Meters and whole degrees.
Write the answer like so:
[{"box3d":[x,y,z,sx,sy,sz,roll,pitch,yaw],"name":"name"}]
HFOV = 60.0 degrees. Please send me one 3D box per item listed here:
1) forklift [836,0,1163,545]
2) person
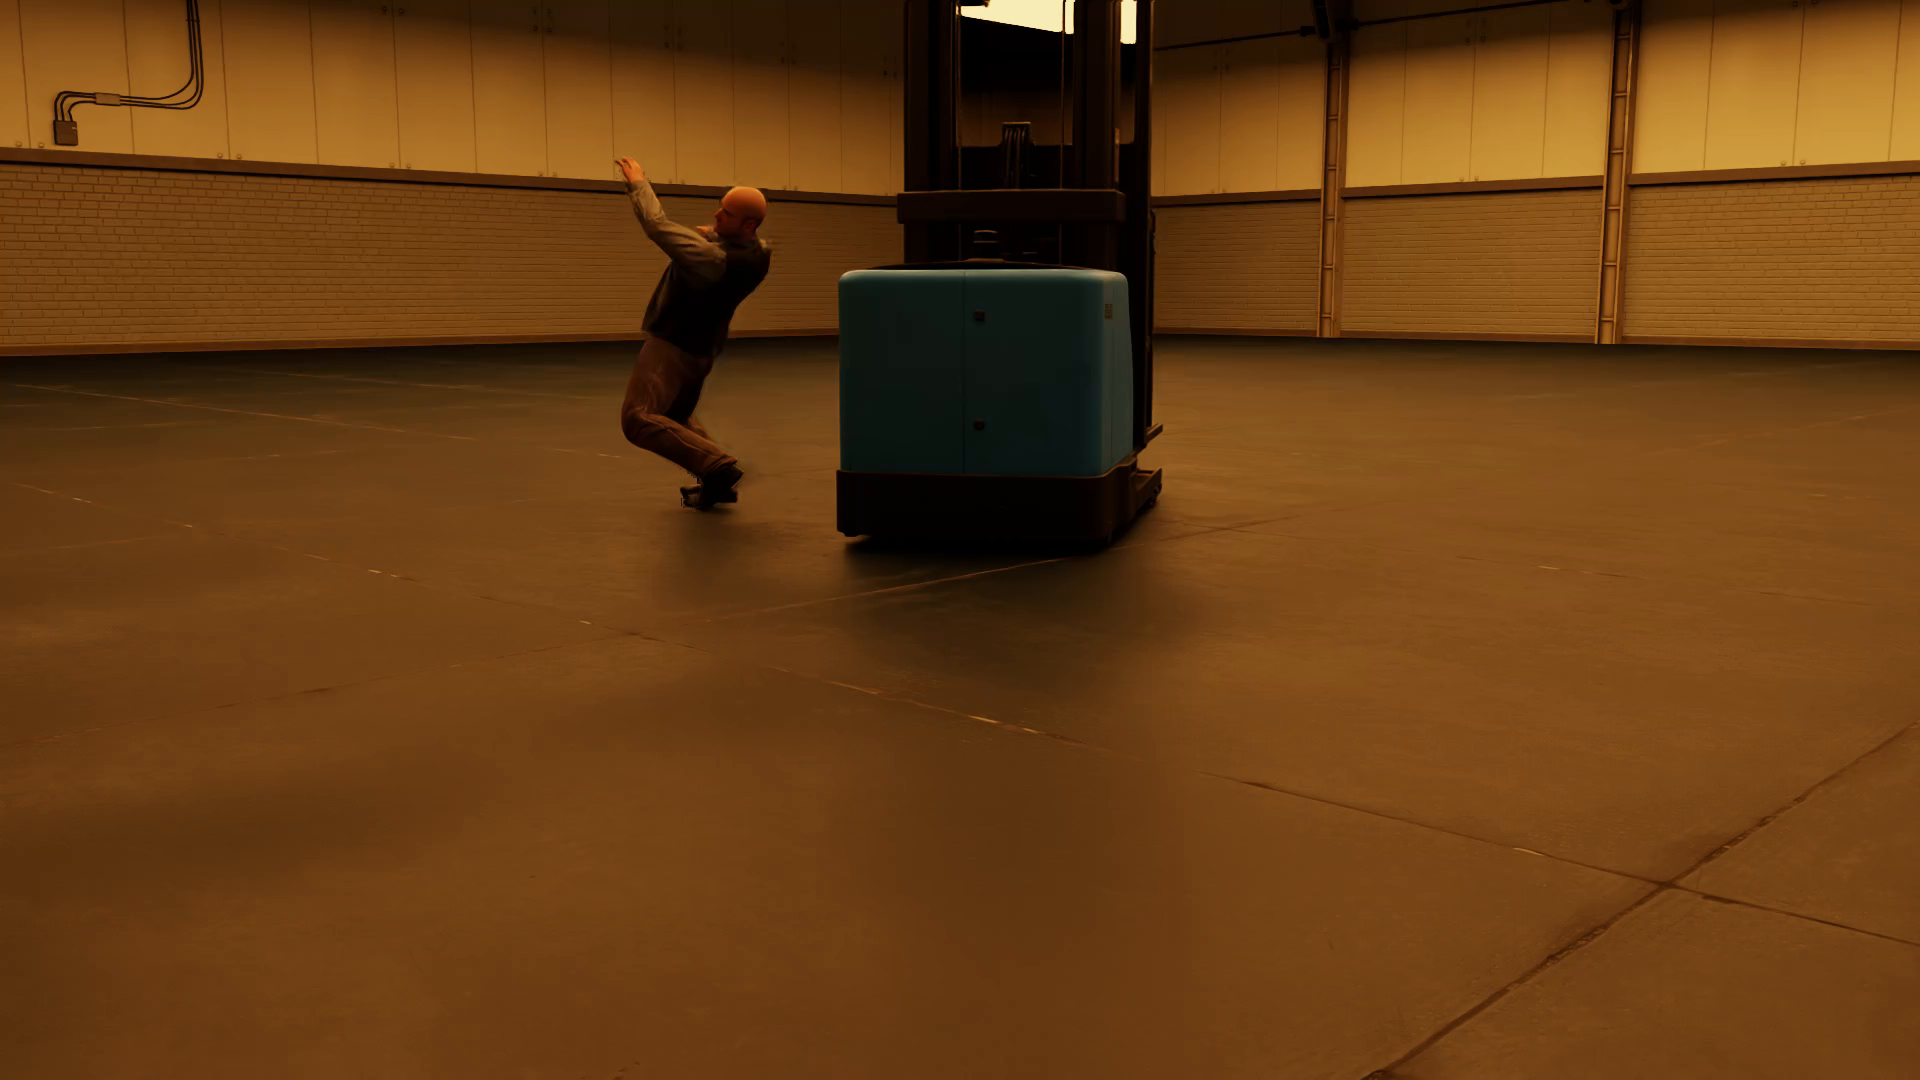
[{"box3d":[0.347,-1.607,7.547,1.130,2.935,3.031,2,9,13],"name":"forklift"},{"box3d":[-1.125,-0.934,7.547,0.665,1.549,1.046,1,9,8],"name":"person"}]
